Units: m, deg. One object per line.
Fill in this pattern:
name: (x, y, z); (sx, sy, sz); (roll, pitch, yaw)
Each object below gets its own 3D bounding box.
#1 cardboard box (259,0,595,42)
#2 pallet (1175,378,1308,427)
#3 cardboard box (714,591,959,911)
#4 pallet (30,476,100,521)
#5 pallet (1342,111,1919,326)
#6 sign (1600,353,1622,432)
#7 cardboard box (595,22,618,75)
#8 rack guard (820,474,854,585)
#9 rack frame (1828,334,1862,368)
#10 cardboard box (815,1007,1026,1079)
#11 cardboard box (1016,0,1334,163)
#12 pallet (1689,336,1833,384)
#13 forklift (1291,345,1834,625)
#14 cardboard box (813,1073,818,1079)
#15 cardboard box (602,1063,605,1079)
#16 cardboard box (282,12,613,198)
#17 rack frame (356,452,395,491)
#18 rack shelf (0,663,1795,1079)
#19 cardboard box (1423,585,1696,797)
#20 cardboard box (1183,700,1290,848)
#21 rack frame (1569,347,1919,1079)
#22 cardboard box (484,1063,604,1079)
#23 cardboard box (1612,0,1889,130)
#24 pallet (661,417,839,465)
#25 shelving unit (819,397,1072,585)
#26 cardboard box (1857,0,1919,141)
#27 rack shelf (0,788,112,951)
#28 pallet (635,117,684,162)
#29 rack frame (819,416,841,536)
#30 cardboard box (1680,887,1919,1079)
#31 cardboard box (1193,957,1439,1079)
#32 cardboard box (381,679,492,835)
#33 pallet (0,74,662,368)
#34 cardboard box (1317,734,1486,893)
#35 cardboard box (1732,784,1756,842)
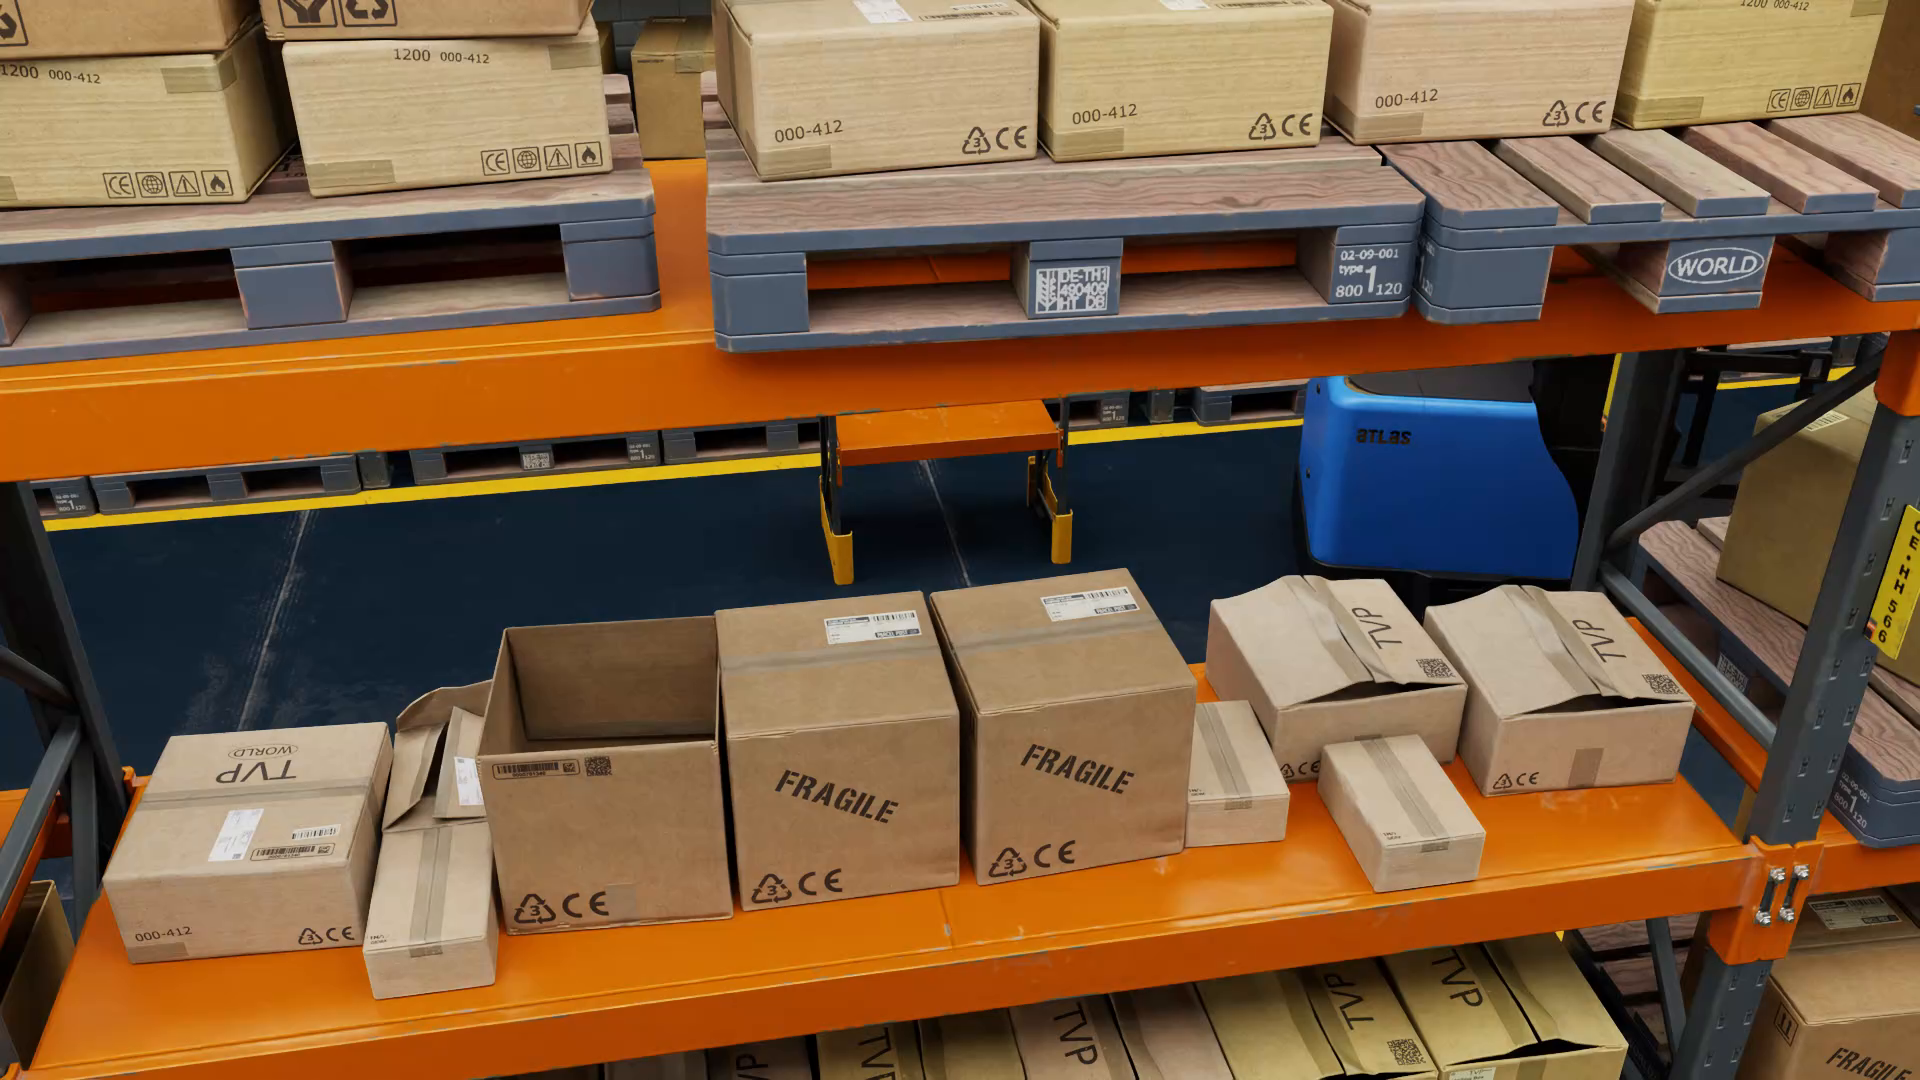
cardboard box: (-0.890, -1.153, 2.787); (0.500, 0.500, 0.500); (-2, 31, -4)
pallet: (1.768, -0.988, 9.221); (1.213, 0.211, 1.003); (-5, 31, -9)
cardboard box: (-0.291, 0.480, 3.875); (0.500, 0.500, 0.500); (-5, 31, -9)
pallet: (-4.813, -0.396, 8.215); (1.213, 0.211, 1.003); (-5, 31, -9)
pallet: (1.223, -0.791, 3.363); (1.003, 0.211, 1.213); (-4, 31, -7)
sign: (1.768, -0.421, 4.442); (0.005, 0.325, 0.100); (-5, 31, -9)
cardboard box: (-1.898, -2.100, 7.829); (0.500, 0.500, 0.700); (-2, 31, -4)
rack guard: (-0.565, -0.055, 7.597); (0.087, 0.250, 0.587); (-5, 31, -9)
rack frame: (4.913, -2.520, 9.077); (0.127, 3.000, 1.000); (-5, 31, -9)
cardboard box: (-0.097, 1.387, 4.176); (0.500, 0.311, 0.500); (-4, 31, -8)
cardboard box: (0.361, -0.922, 3.134); (0.500, 0.250, 0.500); (-6, 31, -10)
pallet: (4.168, -1.210, 9.600); (1.213, 0.211, 1.003); (-5, 31, -9)
forklift: (3.027, -1.066, 6.671); (3.031, 2.935, 1.130); (3, 31, 6)
cardboard box: (-0.106, 1.630, 4.318); (0.500, 0.250, 0.500); (-5, 31, -8)
cardboard box: (-1.203, 1.211, 4.476); (0.500, 0.311, 0.500); (-4, 31, -8)
cardboard box: (-0.912, -0.833, 2.982); (0.500, 0.250, 0.500); (-8, 31, -14)
rack frame: (-2.956, -1.790, 7.835); (0.127, 3.000, 1.000); (-5, 31, -9)
rack shelf: (-0.093, 0.807, 4.128); (4.000, 0.370, 1.077); (-5, 31, -9)
cardboard box: (1.509, 0.364, 4.260); (0.500, 0.311, 0.500); (-3, 31, -6)
cardboard box: (0.630, 0.567, 4.074); (0.250, 0.149, 0.380); (-3, 31, -5)
rack frame: (1.875, 0.314, 4.256); (0.127, 3.000, 1.000); (-5, 31, -9)
cardboard box: (-1.115, 1.485, 4.010); (0.500, 0.311, 0.500); (-6, 31, -10)
cardboard box: (1.438, -1.026, 3.309); (0.500, 0.250, 0.500); (-8, 31, -13)
pallet: (-0.988, -0.773, 8.856); (1.213, 0.211, 1.003); (-5, 31, -9)
shelving unit: (-0.075, -0.640, 7.358); (1.083, 1.500, 0.587); (-5, 31, -9)
cardboard box: (2.298, -1.079, 3.567); (0.500, 0.500, 0.910); (-5, 31, -9)
rack shelf: (-4.027, 1.172, 3.507); (4.000, 0.370, 1.077); (-5, 31, -9)
pallet: (-0.961, -1.871, 8.163); (1.213, 0.211, 1.003); (-5, 31, -9)
rack frame: (-0.584, -0.592, 7.278); (0.032, 1.500, 0.500); (-5, 31, -9)
cardboard box: (2.374, 1.303, 4.607); (0.500, 0.500, 0.500); (-4, 31, -7)
cardboard box: (0.894, 1.298, 4.328); (0.500, 0.311, 0.500); (-6, 31, -10)
cardboard box: (-1.228, 0.565, 3.962); (0.258, 0.266, 0.396); (-6, 31, -10)
pallet: (-1.195, -0.618, 3.071); (1.217, 0.209, 0.805); (-7, 31, -11)
cardboard box: (1.040, 0.642, 3.946); (0.250, 0.149, 0.380); (-5, 31, -9)
cardboard box: (2.752, 1.000, 5.123); (0.500, 0.500, 0.500); (-4, 31, -7)
